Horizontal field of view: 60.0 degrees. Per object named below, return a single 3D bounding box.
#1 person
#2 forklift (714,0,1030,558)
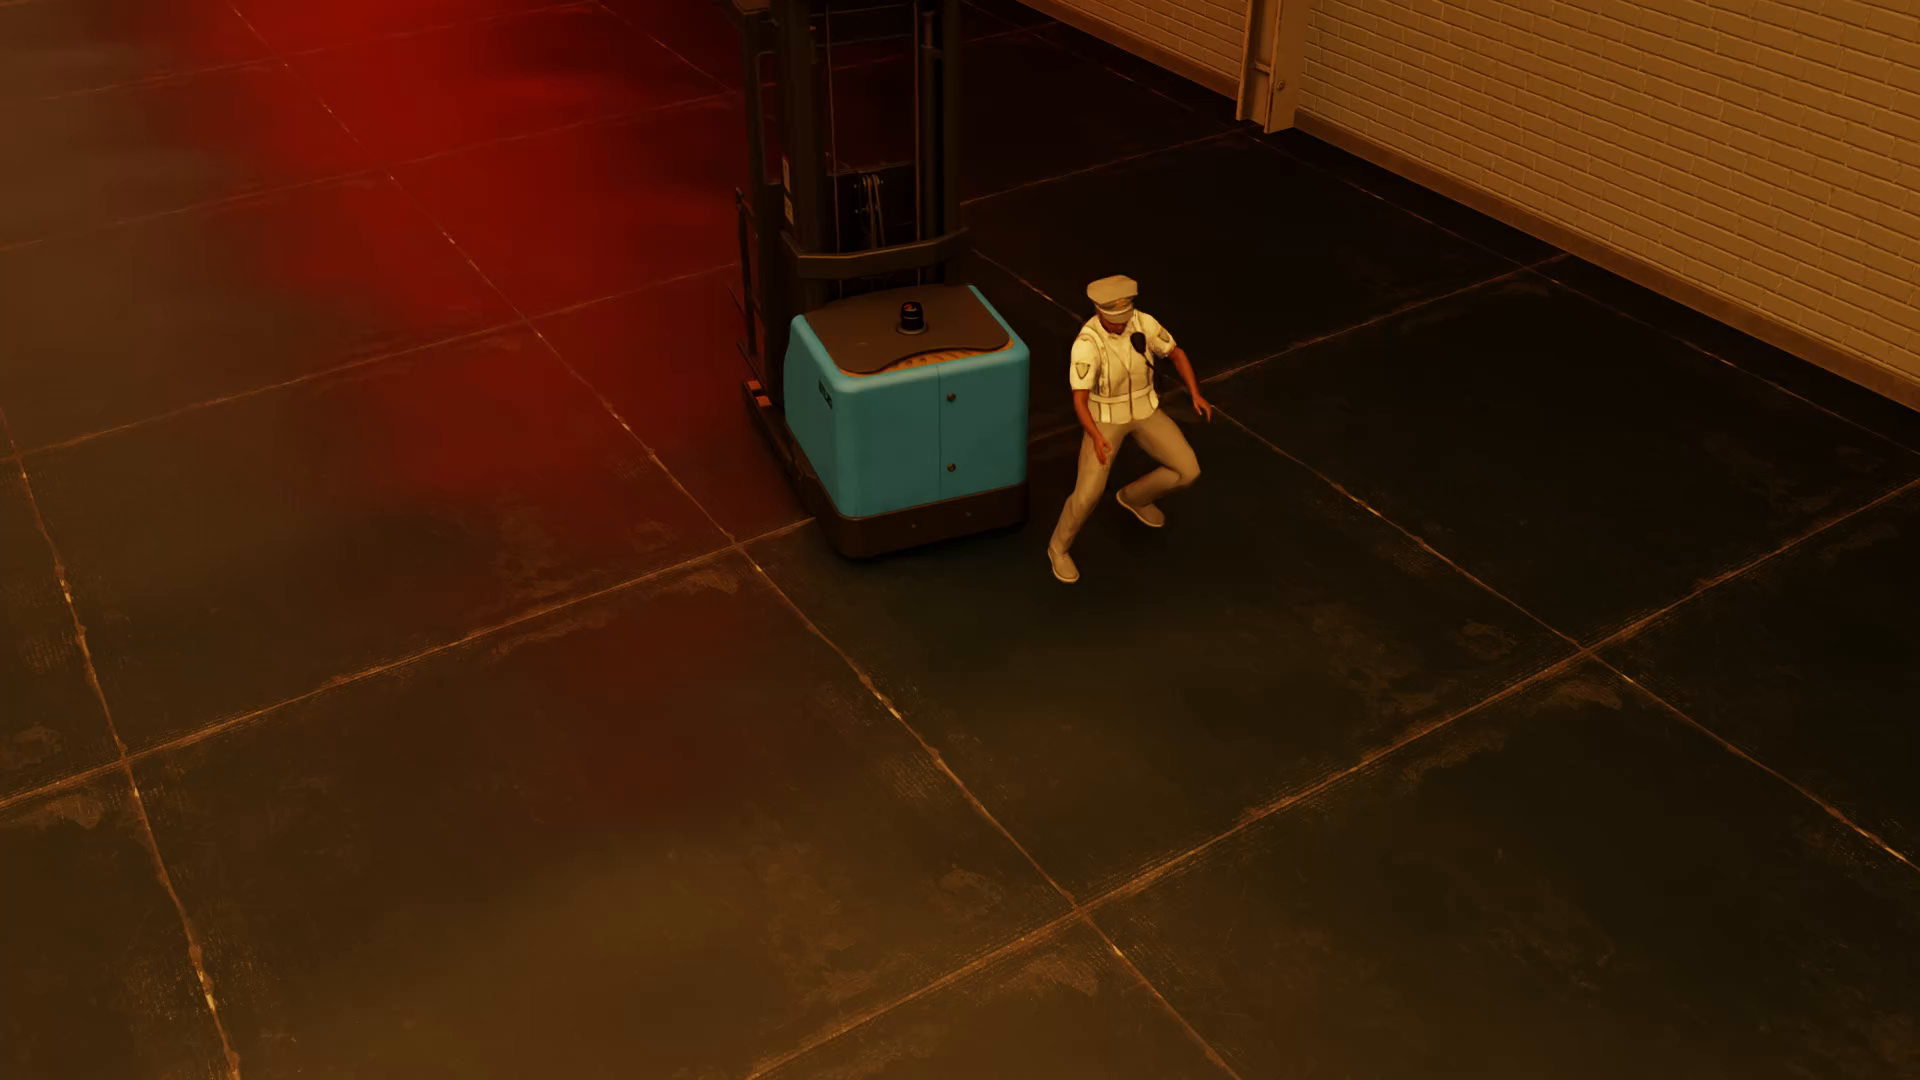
[{"bbox_3d":[0.815,-0.549,8.197,0.789,1.469,0.714,-12,37,-16],"label":"person"},{"bbox_3d":[-0.640,-1.949,8.922,1.130,2.935,3.031,-13,37,-17],"label":"forklift"}]
